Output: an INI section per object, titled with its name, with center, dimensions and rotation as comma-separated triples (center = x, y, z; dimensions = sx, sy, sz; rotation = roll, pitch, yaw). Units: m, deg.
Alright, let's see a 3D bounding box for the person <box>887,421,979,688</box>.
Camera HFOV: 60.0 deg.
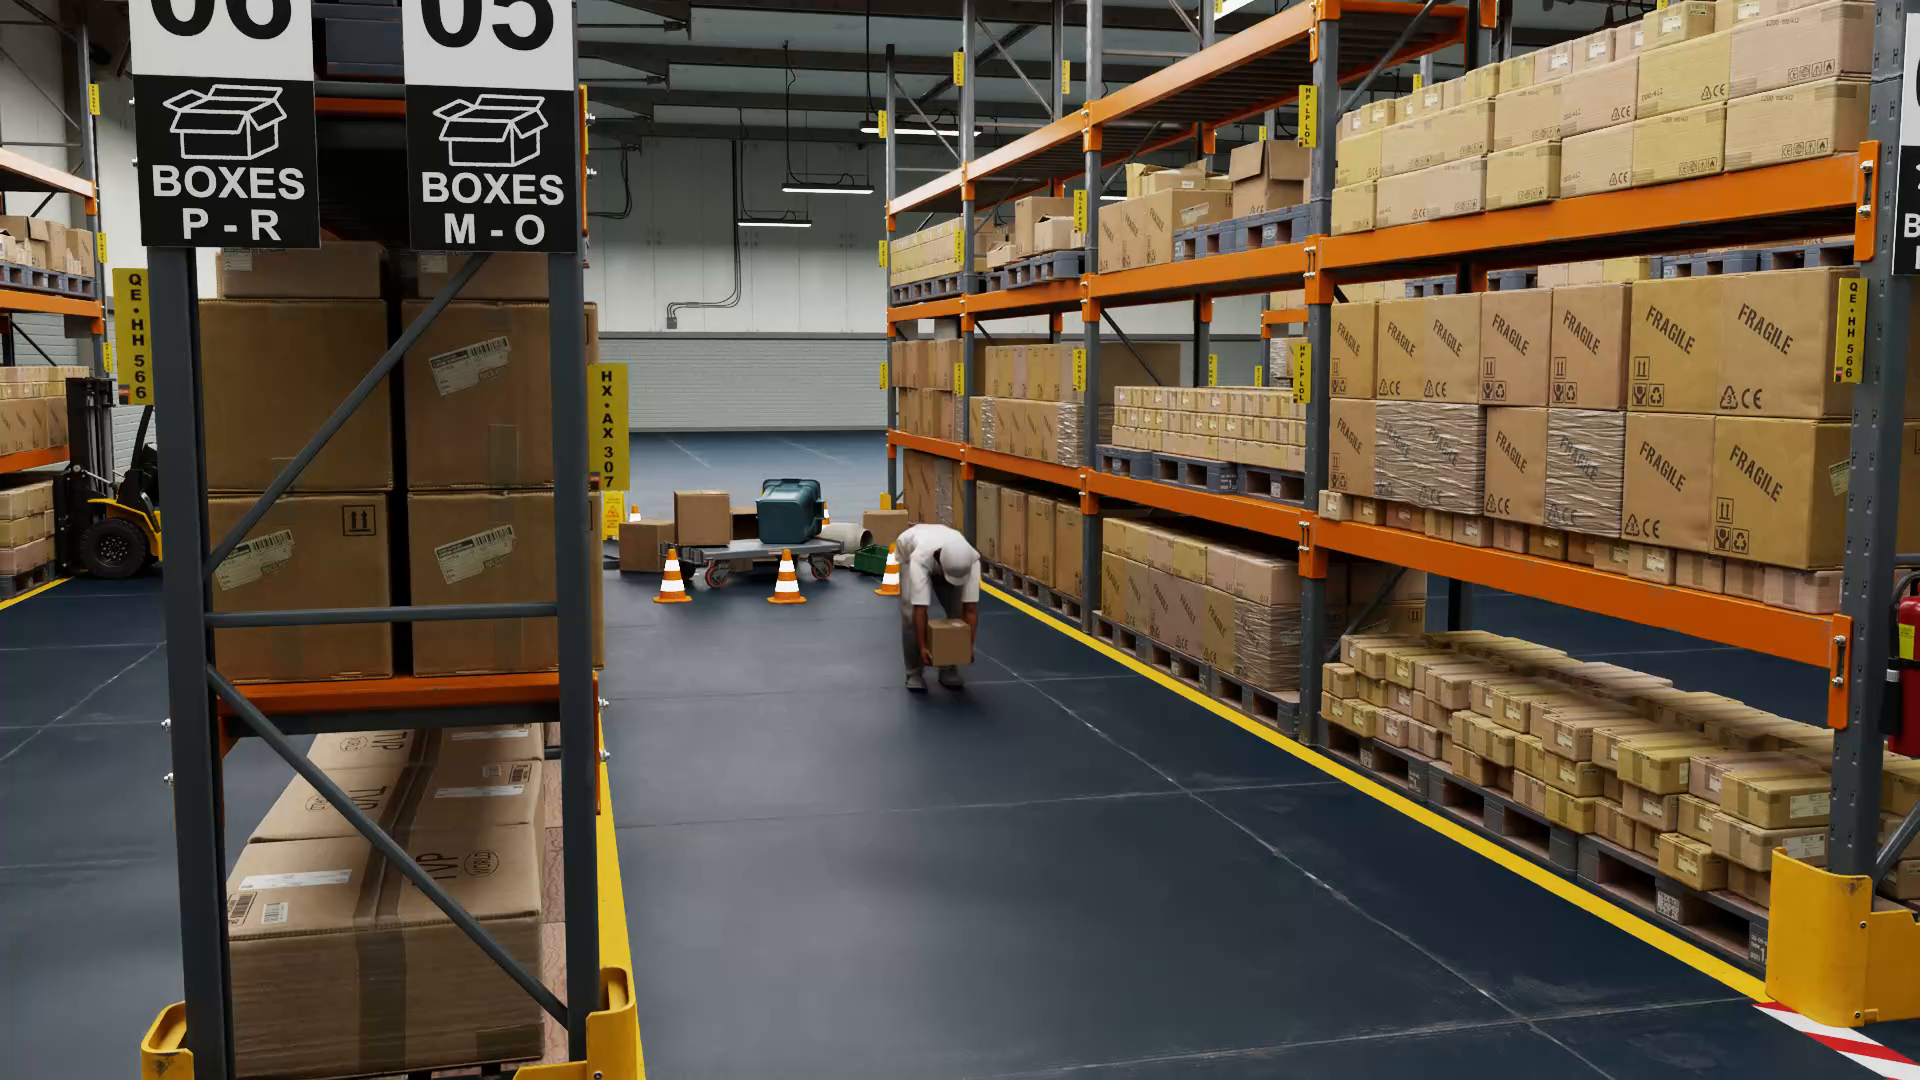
[person]
center = -0.169, 0.092, 11.010
dimensions = 0.632, 1.759, 0.459
rotation = -2, 6, -17
